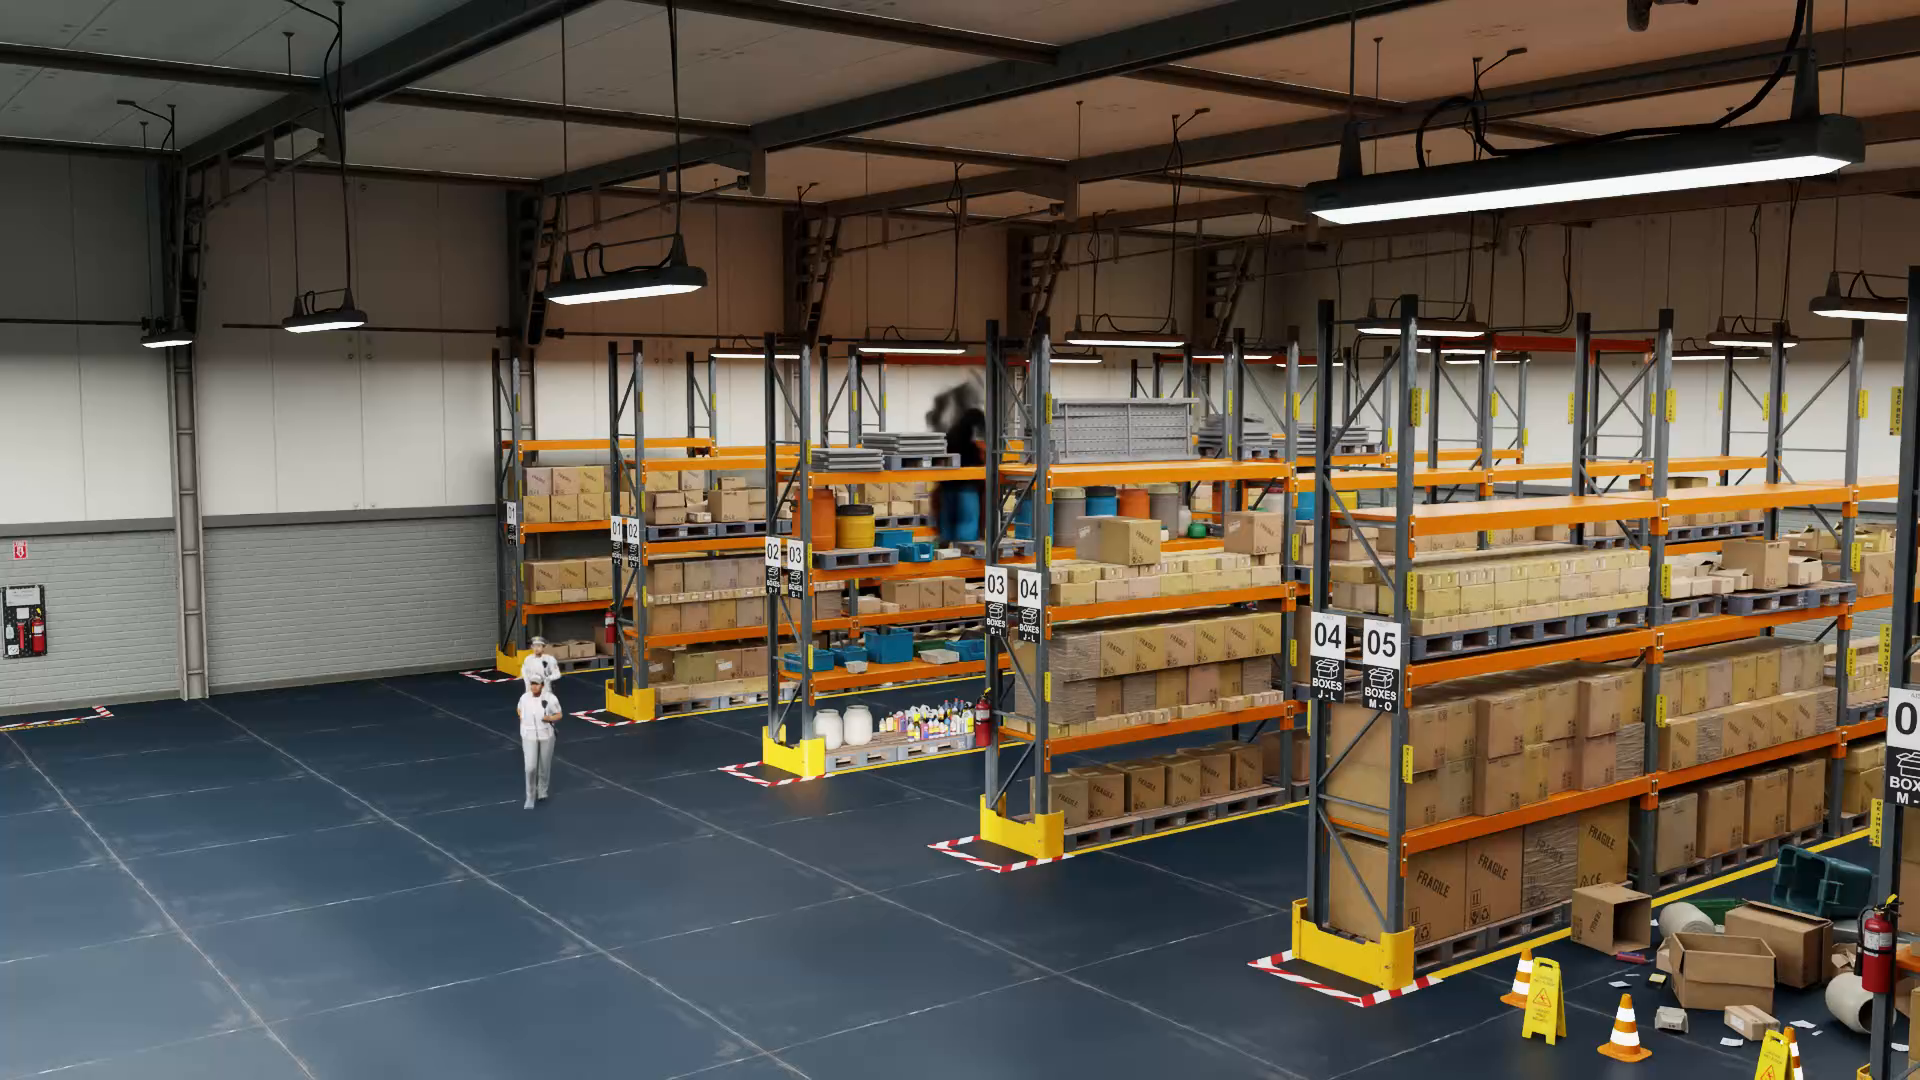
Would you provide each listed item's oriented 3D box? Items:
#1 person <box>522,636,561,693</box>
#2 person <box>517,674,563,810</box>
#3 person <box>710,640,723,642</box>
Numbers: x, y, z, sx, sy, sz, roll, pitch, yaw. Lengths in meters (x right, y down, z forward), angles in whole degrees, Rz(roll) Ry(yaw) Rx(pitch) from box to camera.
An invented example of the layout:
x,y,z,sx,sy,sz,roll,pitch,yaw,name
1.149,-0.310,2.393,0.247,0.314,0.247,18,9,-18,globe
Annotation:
x,y,z,sx,sy,sz,roll,pitch,yaw,name
-6.049,2.232,23.992,0.583,1.709,0.673,-1,5,-8,person
-5.270,2.534,20.873,0.572,1.719,0.717,-1,5,-10,person
-4.420,1.706,30.047,0.550,1.629,0.565,4,6,38,person
